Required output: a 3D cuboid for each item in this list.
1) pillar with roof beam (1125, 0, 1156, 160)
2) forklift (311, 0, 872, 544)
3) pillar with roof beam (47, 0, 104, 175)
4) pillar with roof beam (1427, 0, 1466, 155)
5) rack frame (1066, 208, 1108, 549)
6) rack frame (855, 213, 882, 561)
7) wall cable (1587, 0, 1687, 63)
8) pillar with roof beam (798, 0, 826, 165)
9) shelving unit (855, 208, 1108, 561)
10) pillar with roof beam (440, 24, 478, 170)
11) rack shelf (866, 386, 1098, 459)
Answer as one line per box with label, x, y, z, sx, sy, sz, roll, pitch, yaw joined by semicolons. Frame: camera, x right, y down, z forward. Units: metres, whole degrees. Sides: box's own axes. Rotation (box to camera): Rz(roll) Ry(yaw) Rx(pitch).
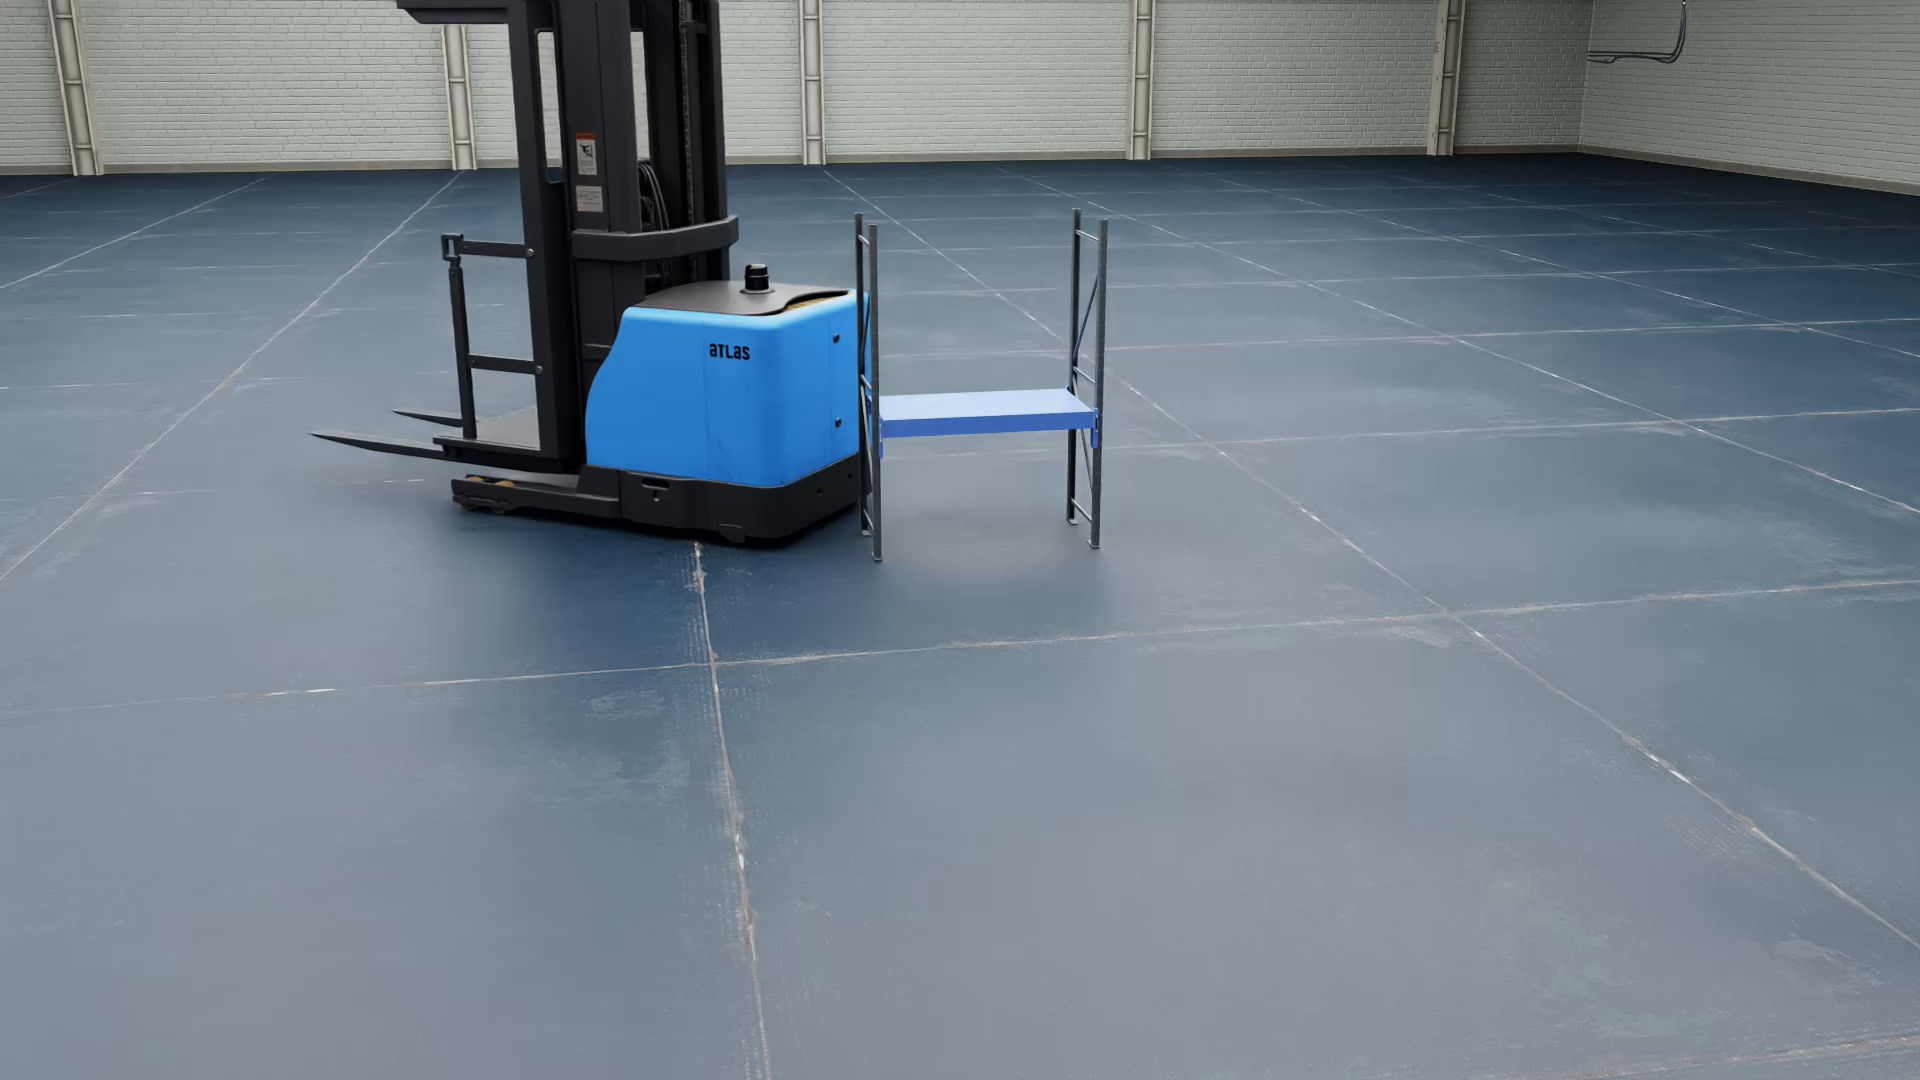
pillar with roof beam;4.104;-10.103;25.380;0.400;9.000;9.100;-3;17;-10
forklift;-1.970;-1.658;8.218;3.031;2.935;1.130;8;19;24
pillar with roof beam;-13.569;-9.101;22.116;0.400;9.000;9.100;-3;17;-10
pillar with roof beam;9.995;-10.438;26.468;0.400;9.000;9.100;-3;17;-10
rack frame;0.583;-0.750;7.699;0.032;1.500;0.500;-3;17;-10
rack frame;-0.415;-0.693;7.515;0.032;1.500;0.500;-3;17;-10
wall cable;12.322;-9.977;30.258;0.112;2.526;3.097;-3;17;-10
pillar with roof beam;-1.787;-9.769;24.292;0.400;9.000;9.100;-3;17;-10
shelving unit;0.084;-0.722;7.607;1.048;1.500;0.538;-3;17;-10
pillar with roof beam;-7.678;-9.435;23.204;0.400;9.000;9.100;-3;17;-10
rack shelf;0.084;-0.550;7.660;1.000;0.185;0.538;-3;17;-10
